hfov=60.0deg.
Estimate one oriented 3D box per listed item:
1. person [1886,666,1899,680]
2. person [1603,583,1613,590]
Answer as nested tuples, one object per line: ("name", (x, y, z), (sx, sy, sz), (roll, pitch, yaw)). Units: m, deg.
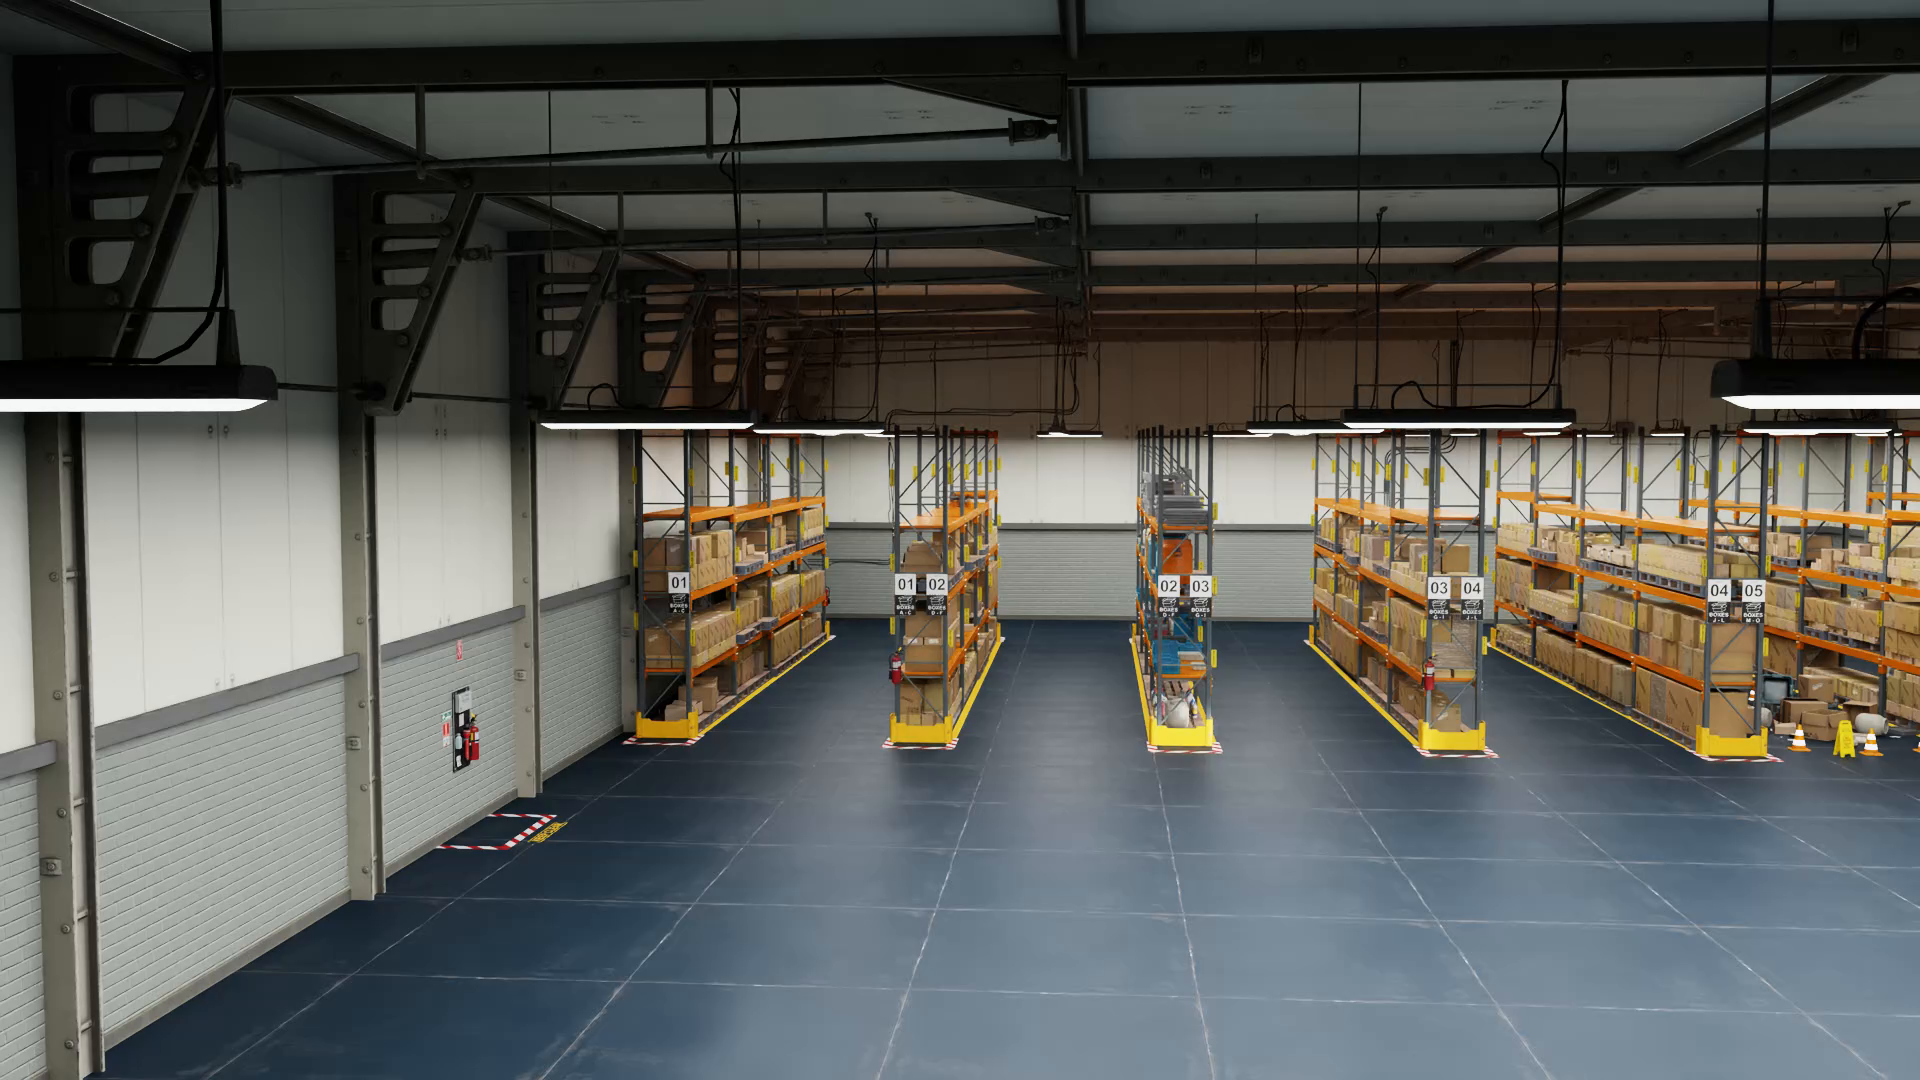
("person", (21.471, 2.521, 38.461), (0.583, 1.791, 0.598), (-3, 5, -43))
("person", (18.376, 2.046, 47.216), (0.766, 1.641, 0.571), (0, 3, 4))
